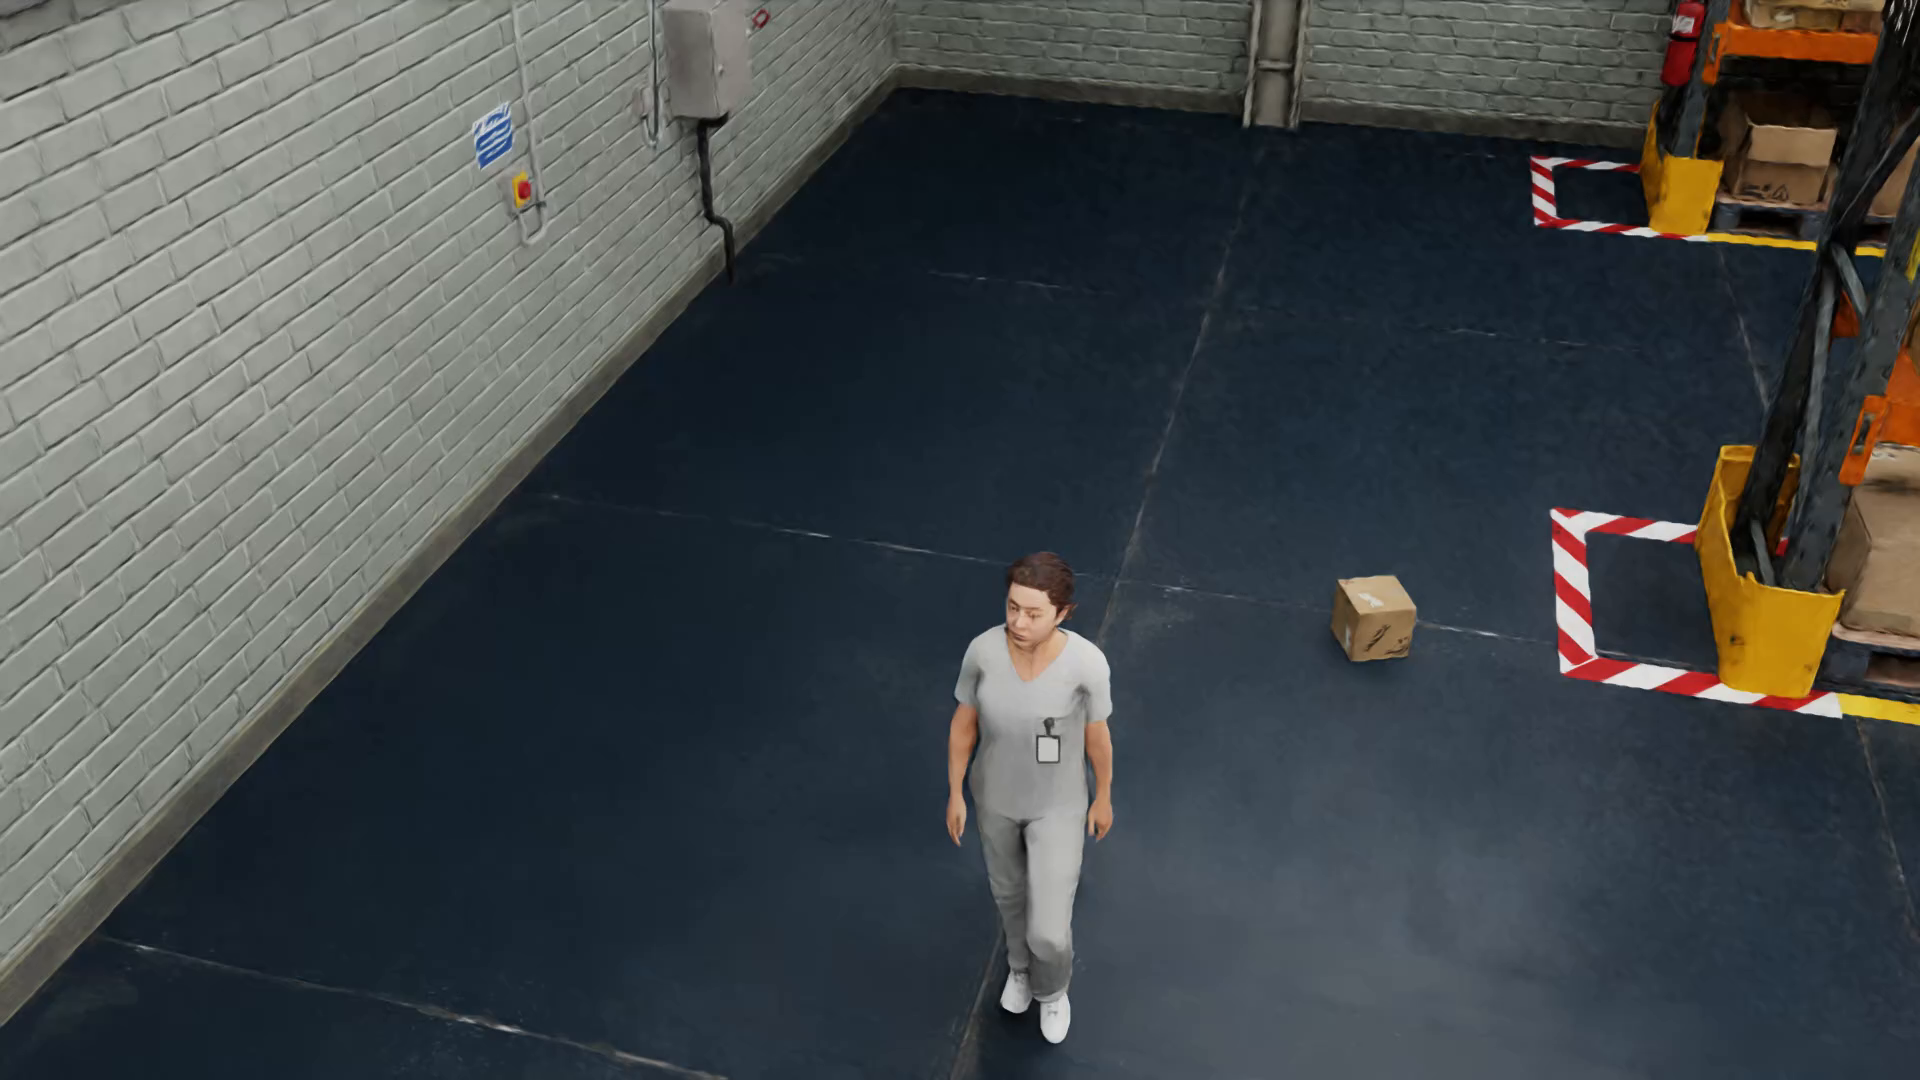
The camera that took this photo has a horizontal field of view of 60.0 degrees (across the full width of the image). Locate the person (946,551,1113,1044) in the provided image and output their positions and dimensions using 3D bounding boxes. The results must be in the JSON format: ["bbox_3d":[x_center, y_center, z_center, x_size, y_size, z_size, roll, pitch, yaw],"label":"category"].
[{"bbox_3d":[0.189,0.799,4.883,0.477,1.694,0.486,12,35,17],"label":"person"}]
